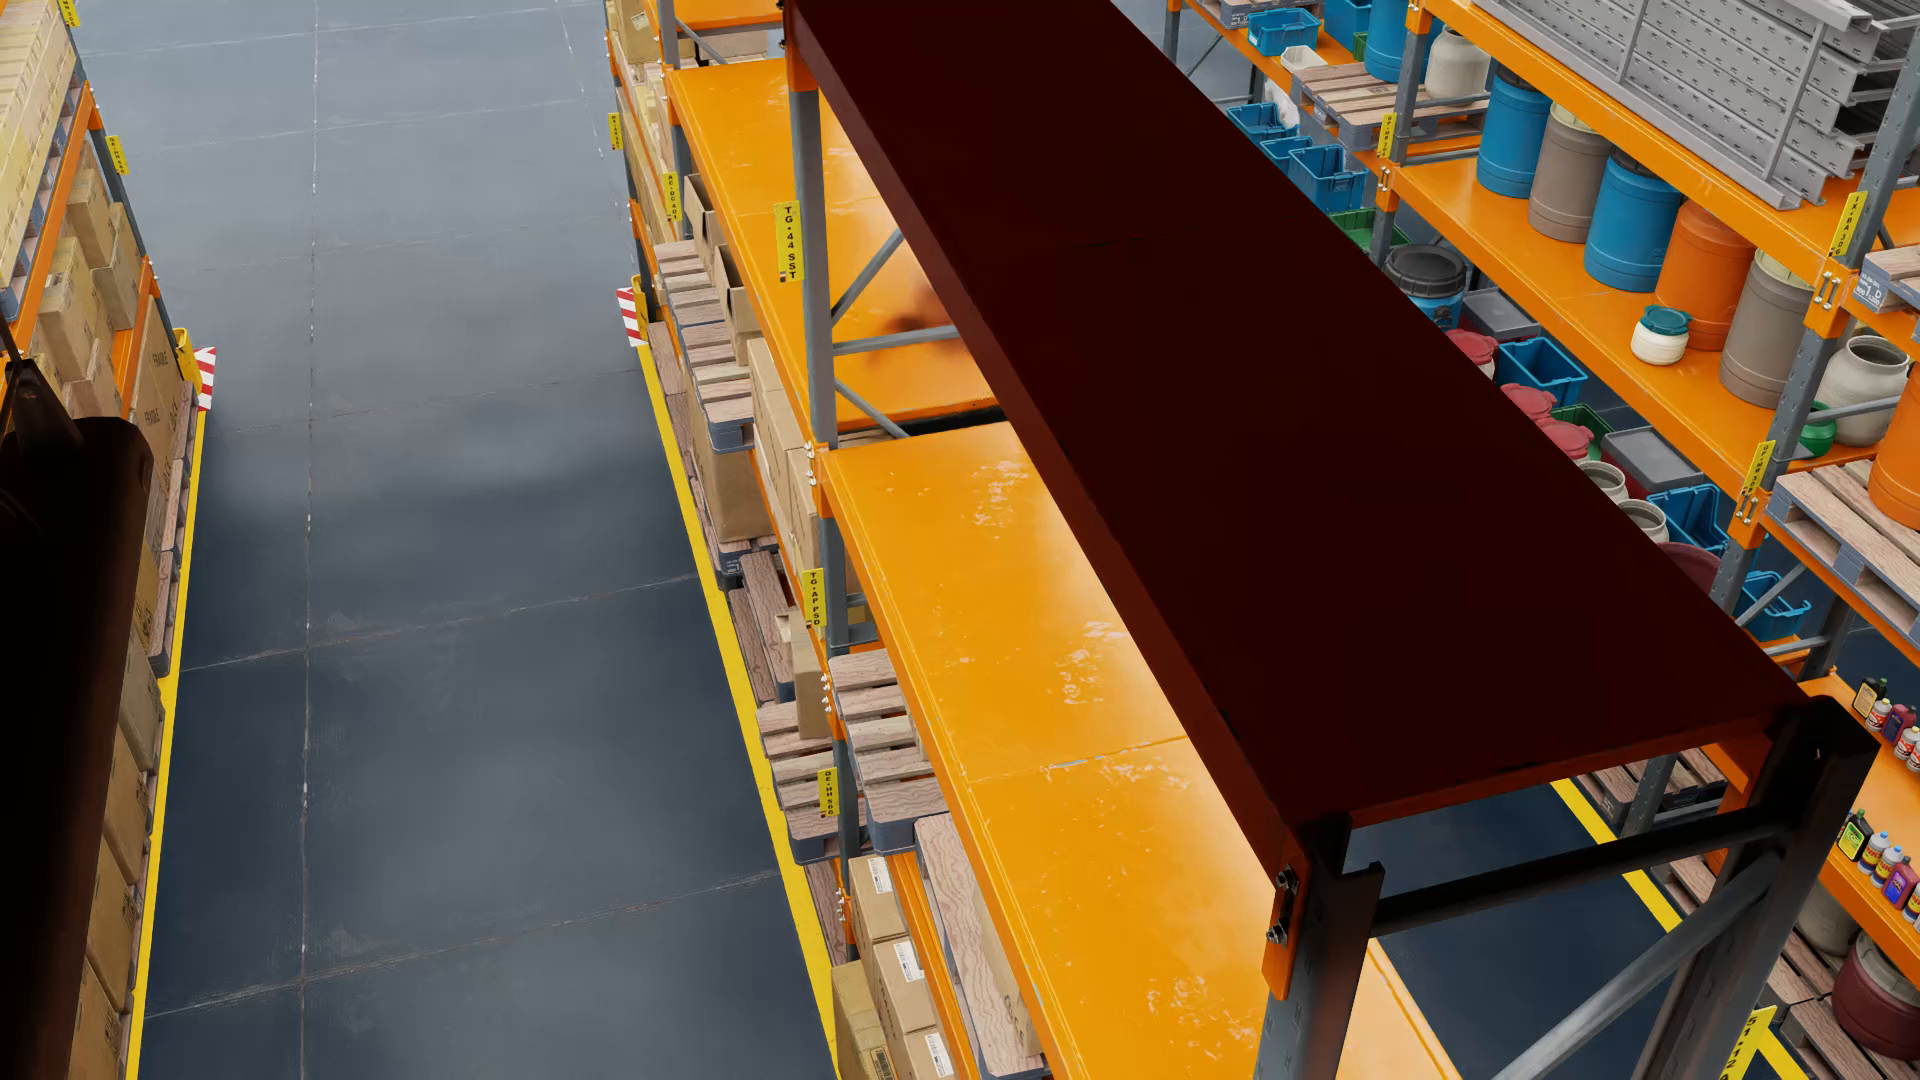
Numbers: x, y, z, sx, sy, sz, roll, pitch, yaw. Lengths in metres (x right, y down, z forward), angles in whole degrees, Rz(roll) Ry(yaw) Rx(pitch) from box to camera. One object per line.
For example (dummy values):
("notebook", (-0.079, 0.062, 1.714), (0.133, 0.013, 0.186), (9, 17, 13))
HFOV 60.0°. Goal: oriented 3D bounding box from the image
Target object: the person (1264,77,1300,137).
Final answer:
("person", (3.205, -4.107, 16.597), (0.906, 1.760, 0.777), (22, 43, 25))
